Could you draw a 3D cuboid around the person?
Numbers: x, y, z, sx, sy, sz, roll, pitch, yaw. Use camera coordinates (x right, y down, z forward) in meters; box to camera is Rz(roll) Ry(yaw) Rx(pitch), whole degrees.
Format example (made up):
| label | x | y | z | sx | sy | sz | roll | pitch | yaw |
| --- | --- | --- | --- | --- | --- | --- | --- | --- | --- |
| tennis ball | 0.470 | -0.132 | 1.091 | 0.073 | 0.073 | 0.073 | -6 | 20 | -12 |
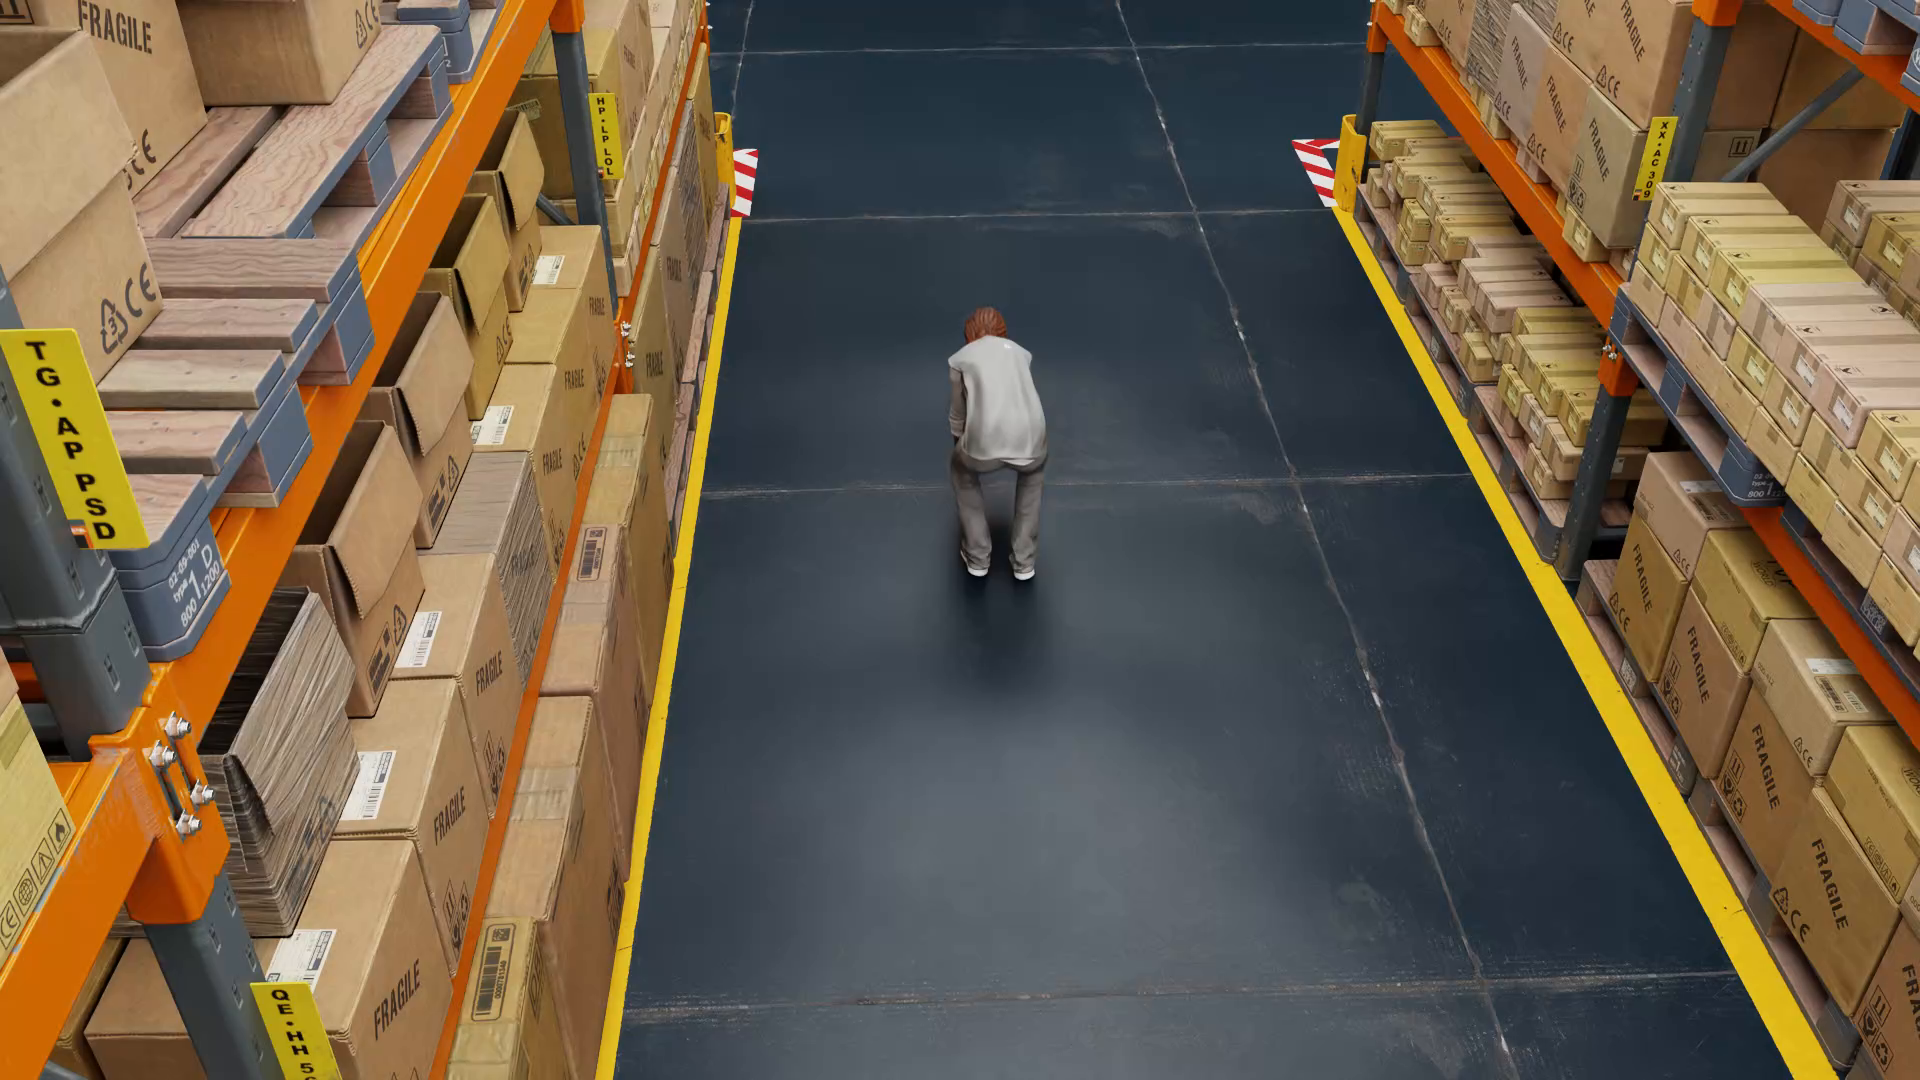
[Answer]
| label | x | y | z | sx | sy | sz | roll | pitch | yaw |
| --- | --- | --- | --- | --- | --- | --- | --- | --- | --- |
| person | 0.157 | -0.389 | 7.194 | 0.411 | 1.018 | 0.857 | -3 | 36 | -4 |
